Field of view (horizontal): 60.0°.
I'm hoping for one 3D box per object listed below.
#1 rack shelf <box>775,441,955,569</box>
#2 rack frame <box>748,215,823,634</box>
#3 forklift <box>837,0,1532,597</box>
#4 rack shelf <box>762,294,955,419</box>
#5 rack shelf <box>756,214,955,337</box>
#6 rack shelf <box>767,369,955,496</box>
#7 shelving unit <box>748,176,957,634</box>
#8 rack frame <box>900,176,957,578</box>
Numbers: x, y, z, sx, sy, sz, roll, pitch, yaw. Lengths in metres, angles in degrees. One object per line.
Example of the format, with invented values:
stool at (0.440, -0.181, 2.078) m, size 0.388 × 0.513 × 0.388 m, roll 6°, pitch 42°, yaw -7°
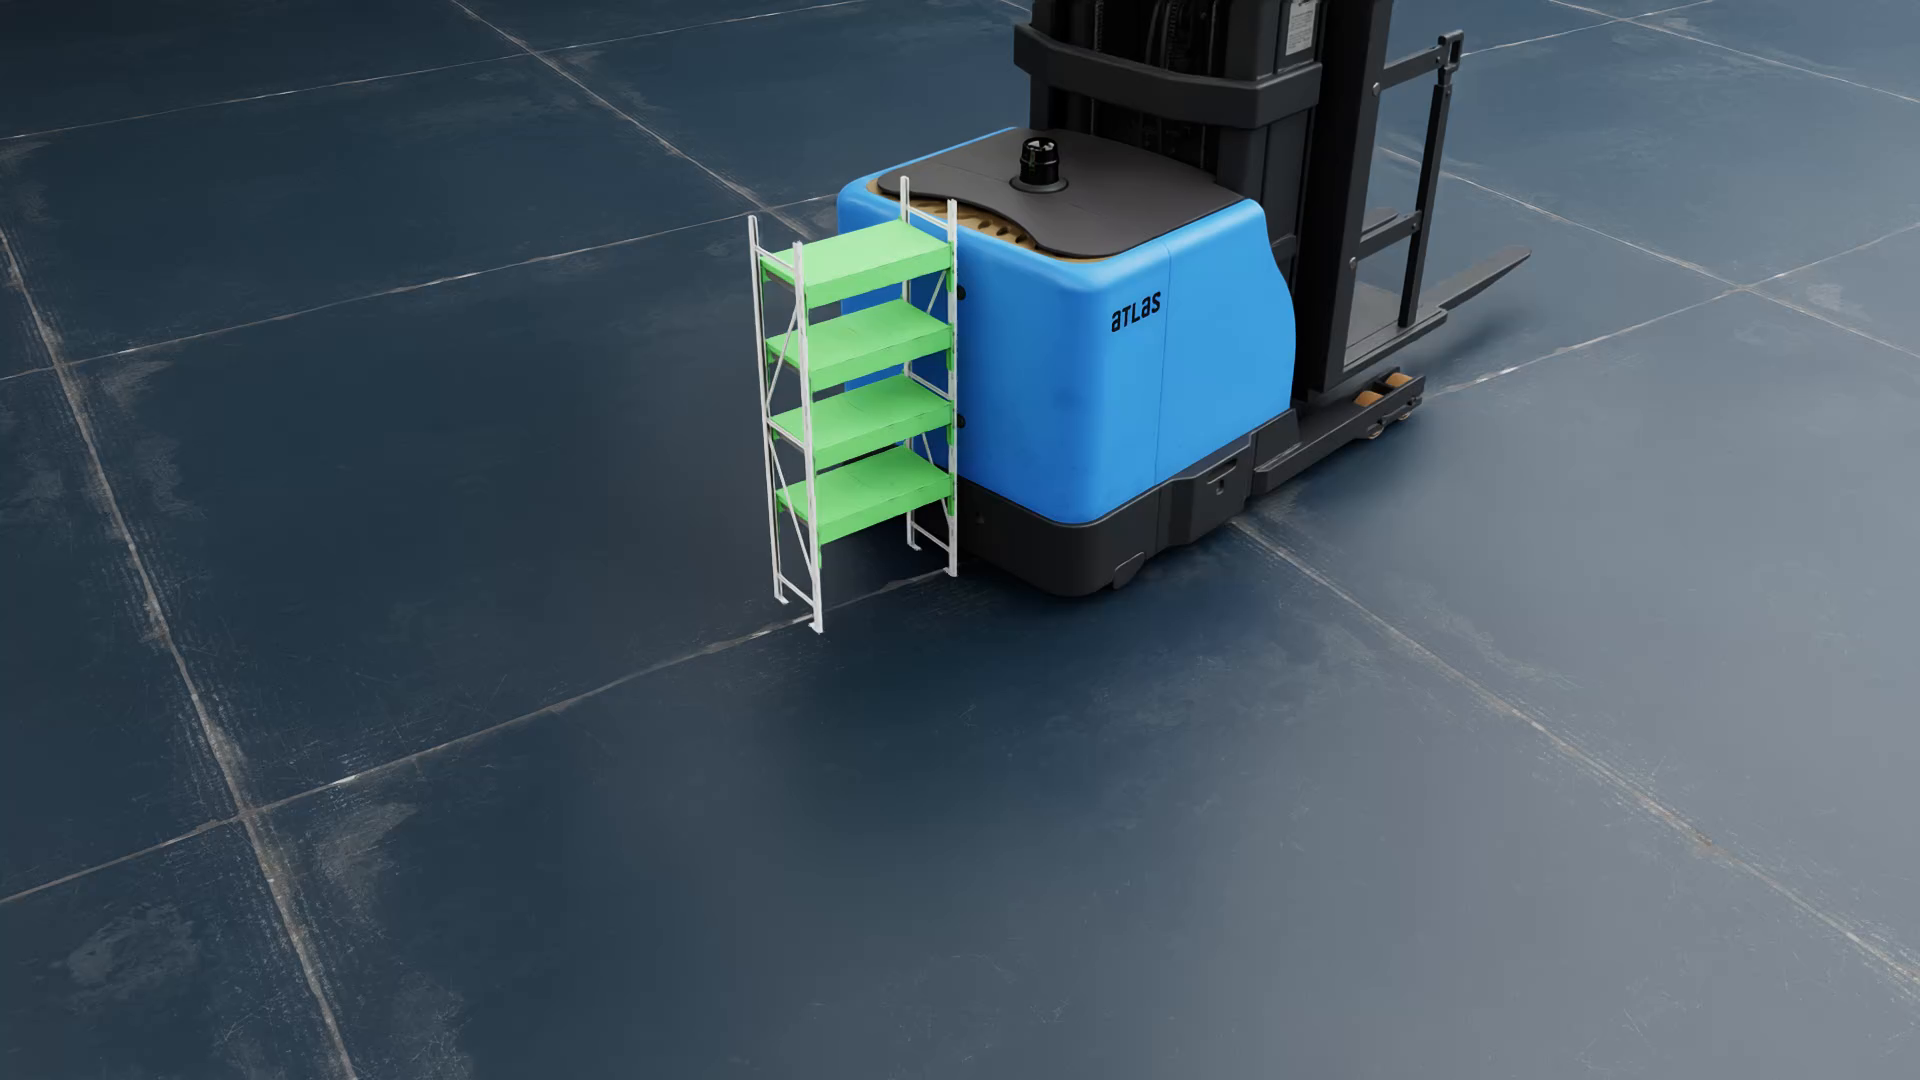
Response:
rack shelf at (-0.281, -0.110, 4.869) m, size 0.480 × 0.148 × 0.258 m, roll -22°, pitch 38°, yaw -31°
rack frame at (-0.476, -0.288, 4.582) m, size 0.015 × 1.200 × 0.240 m, roll -22°, pitch 38°, yaw -31°
forklift at (1.007, -1.763, 5.298) m, size 1.130 × 2.935 × 3.031 m, roll 27°, pitch 41°, yaw 36°
rack shelf at (-0.281, -0.516, 4.613) m, size 0.480 × 0.148 × 0.258 m, roll -22°, pitch 38°, yaw -31°
rack shelf at (-0.281, -0.719, 4.485) m, size 0.480 × 0.148 × 0.258 m, roll -22°, pitch 38°, yaw -31°
rack shelf at (-0.281, -0.313, 4.741) m, size 0.480 × 0.148 × 0.258 m, roll -22°, pitch 38°, yaw -31°
shelving unit at (-0.281, -0.367, 4.707) m, size 0.503 × 1.200 × 0.258 m, roll -22°, pitch 38°, yaw -31°
rack frame at (-0.087, -0.445, 4.832) m, size 0.015 × 1.200 × 0.240 m, roll -22°, pitch 38°, yaw -31°
